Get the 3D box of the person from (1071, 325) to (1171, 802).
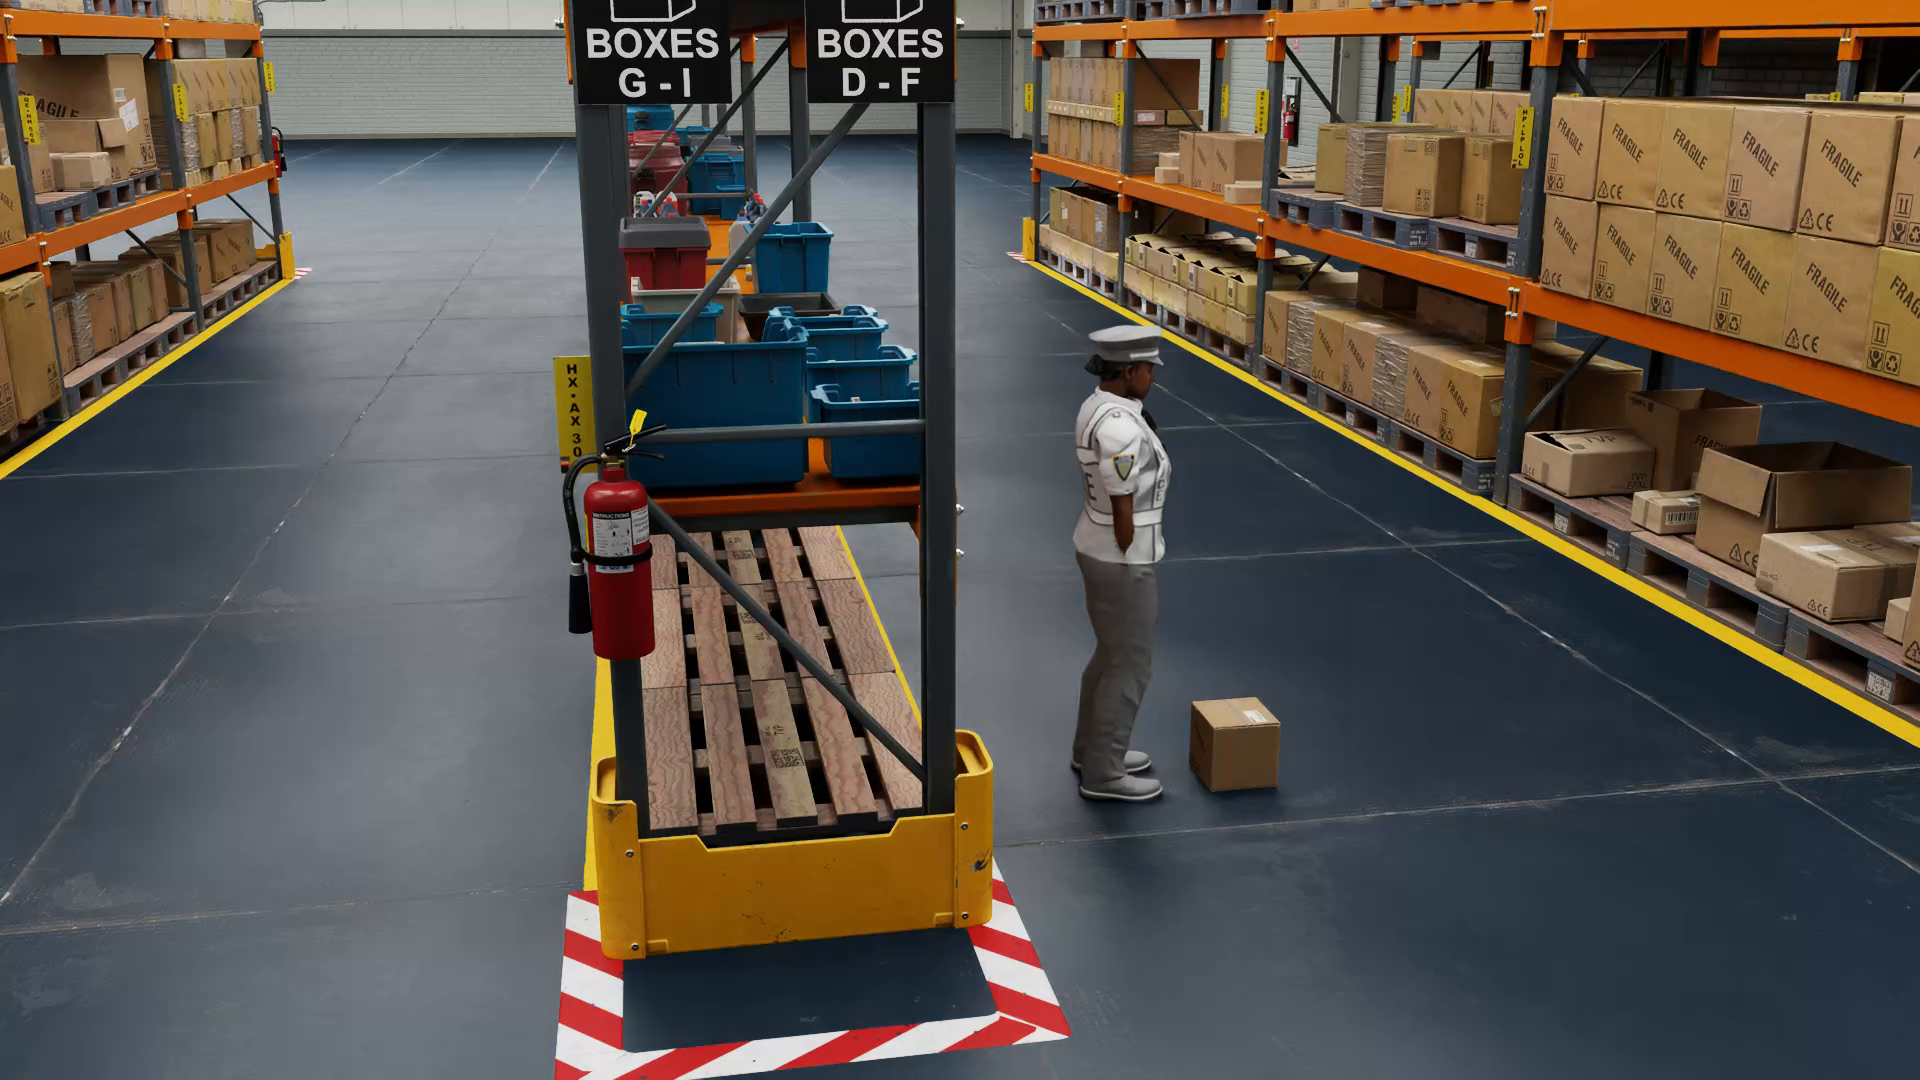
[{"bbox_3d":[0.562,0.076,5.816,0.341,1.658,0.438,-1,16,-3],"label":"person"}]
